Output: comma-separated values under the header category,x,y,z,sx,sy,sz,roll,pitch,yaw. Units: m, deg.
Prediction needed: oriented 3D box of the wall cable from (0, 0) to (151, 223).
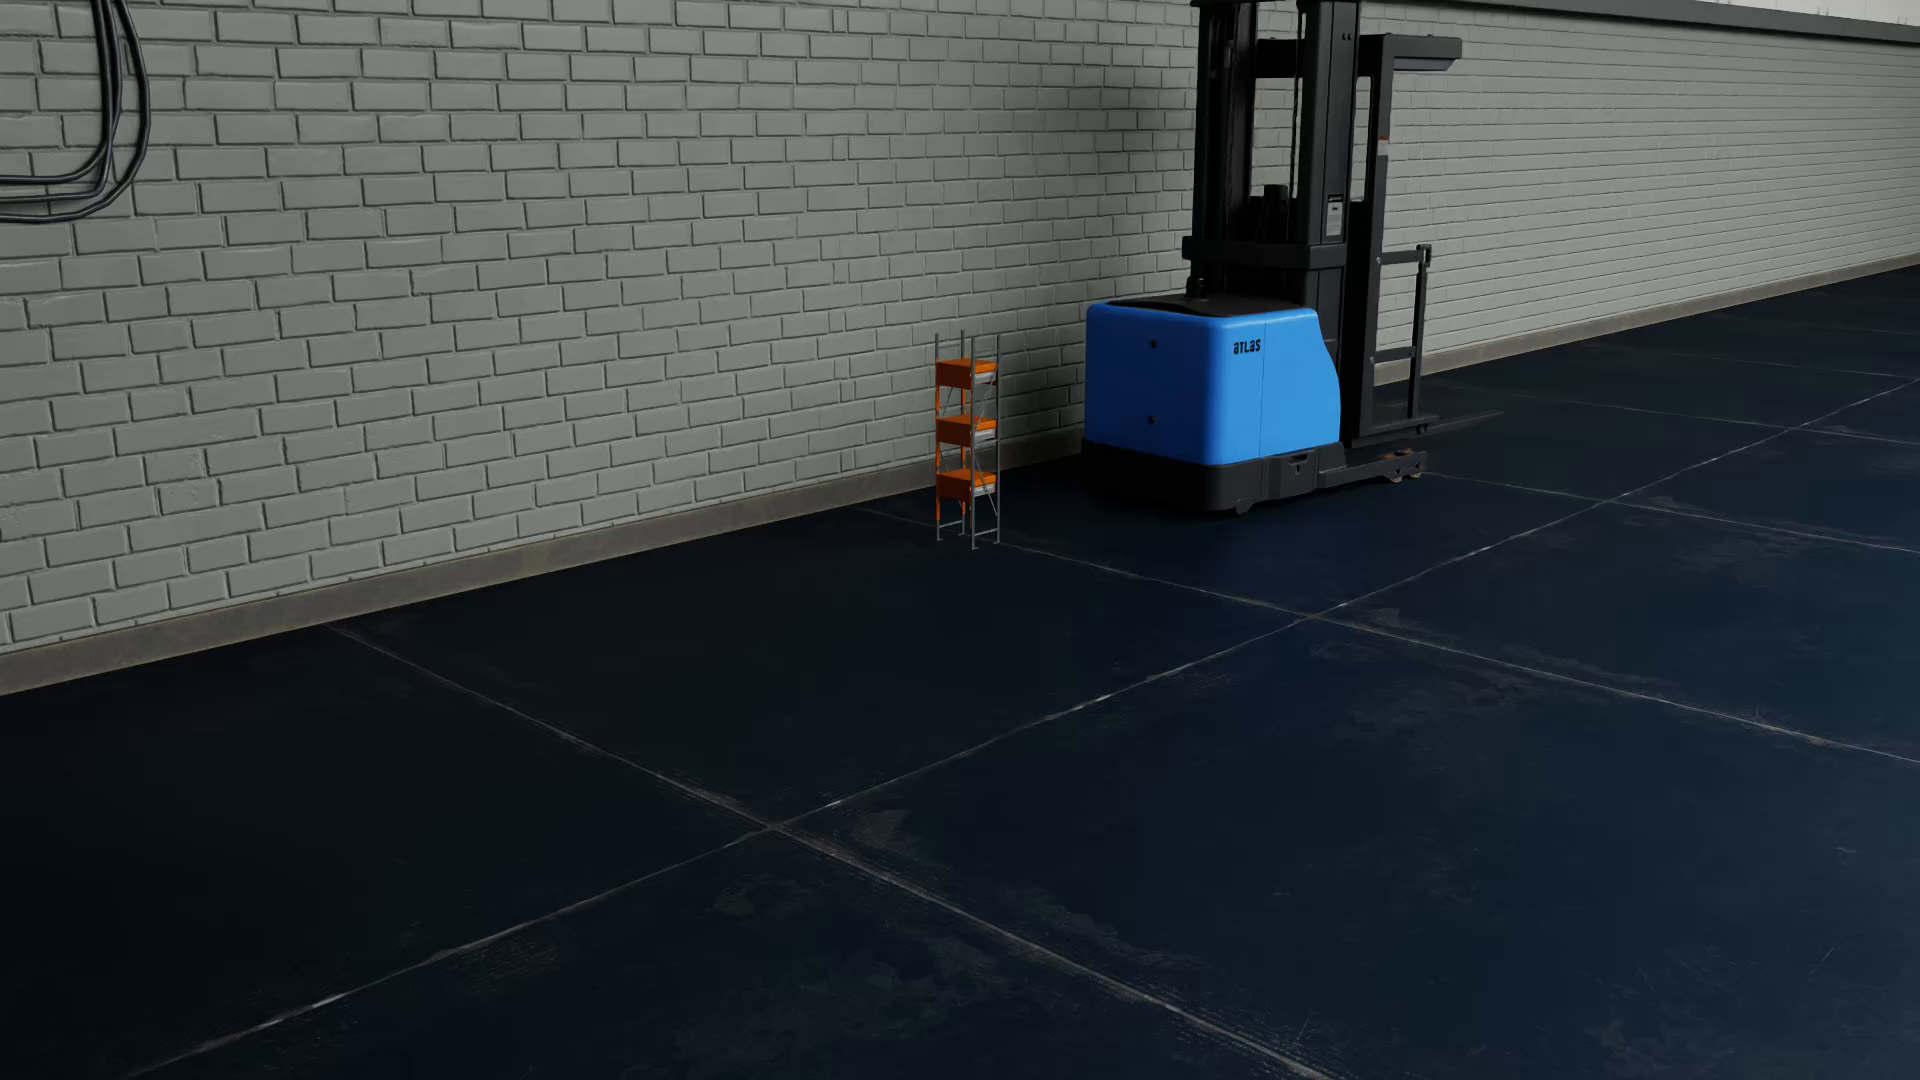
category,x,y,z,sx,sy,sz,roll,pitch,yaw
wall cable,-4.073,-2.130,4.910,0.112,2.526,3.097,14,20,42

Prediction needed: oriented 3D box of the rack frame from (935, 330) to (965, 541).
category,x,y,z,sx,sy,sz,roll,pitch,yaw
rack frame,-0.049,-0.520,8.336,0.008,1.050,0.200,14,20,42

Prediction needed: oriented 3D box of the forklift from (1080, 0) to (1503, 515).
category,x,y,z,sx,sy,sz,roll,pitch,yaw
forklift,2.130,-1.839,9.669,3.031,2.935,1.130,-12,19,-39

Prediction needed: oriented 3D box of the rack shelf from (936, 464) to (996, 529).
category,x,y,z,sx,sy,sz,roll,pitch,yaw
rack shelf,0.039,-0.219,8.327,0.240,0.259,0.215,14,20,42

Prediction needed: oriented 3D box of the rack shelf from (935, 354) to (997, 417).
category,x,y,z,sx,sy,sz,roll,pitch,yaw
rack shelf,0.039,-0.763,8.185,0.240,0.259,0.215,14,20,42

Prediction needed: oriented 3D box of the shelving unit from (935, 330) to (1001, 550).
category,x,y,z,sx,sy,sz,roll,pitch,yaw
shelving unit,0.039,-0.499,8.254,0.252,1.050,0.215,14,20,42

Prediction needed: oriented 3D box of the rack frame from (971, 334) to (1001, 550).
category,x,y,z,sx,sy,sz,roll,pitch,yaw
rack frame,0.126,-0.477,8.172,0.008,1.050,0.200,14,20,42

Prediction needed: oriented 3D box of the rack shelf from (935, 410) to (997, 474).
category,x,y,z,sx,sy,sz,roll,pitch,yaw
rack shelf,0.039,-0.488,8.257,0.240,0.259,0.215,14,20,42
